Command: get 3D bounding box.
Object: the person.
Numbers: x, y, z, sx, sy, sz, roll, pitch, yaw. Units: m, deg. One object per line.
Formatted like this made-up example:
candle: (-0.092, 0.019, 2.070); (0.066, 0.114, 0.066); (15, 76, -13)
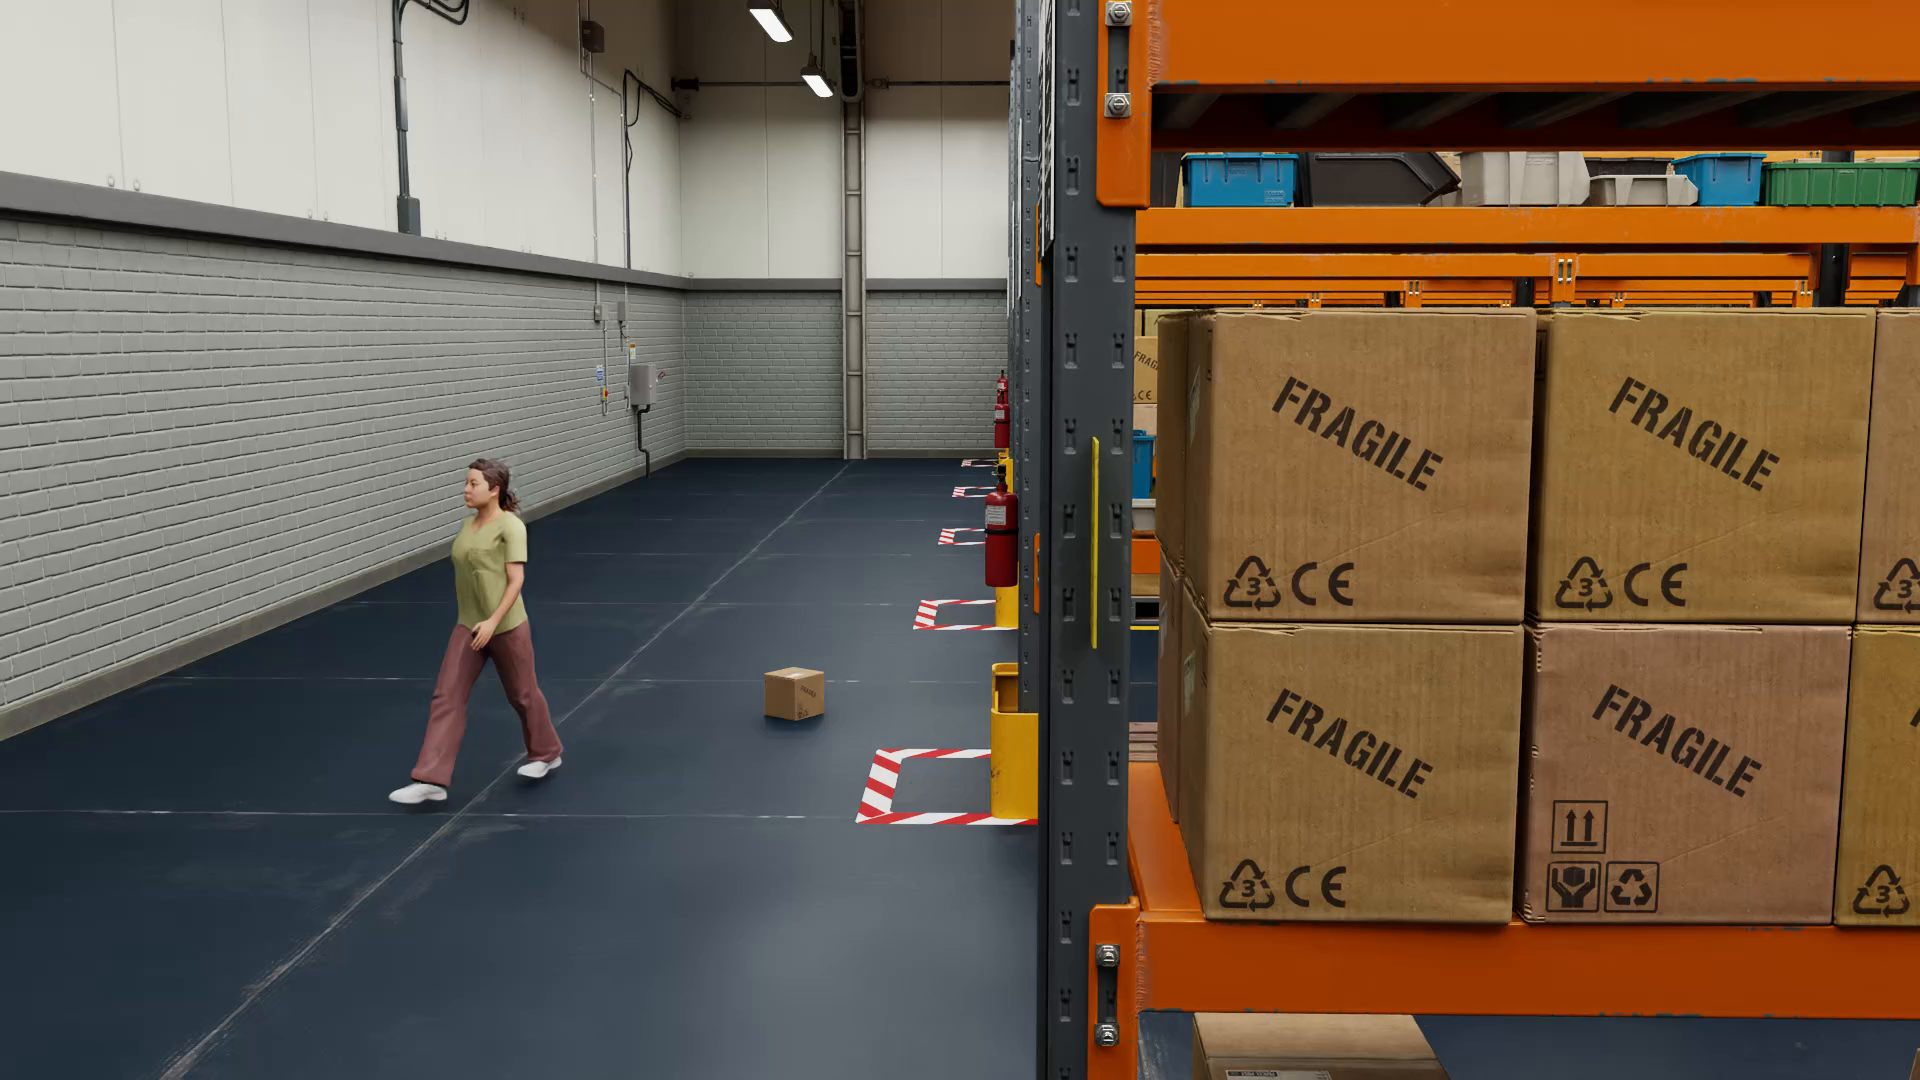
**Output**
person: (-2.312, 0.421, 7.994); (0.472, 1.609, 0.995); (4, 8, 30)
